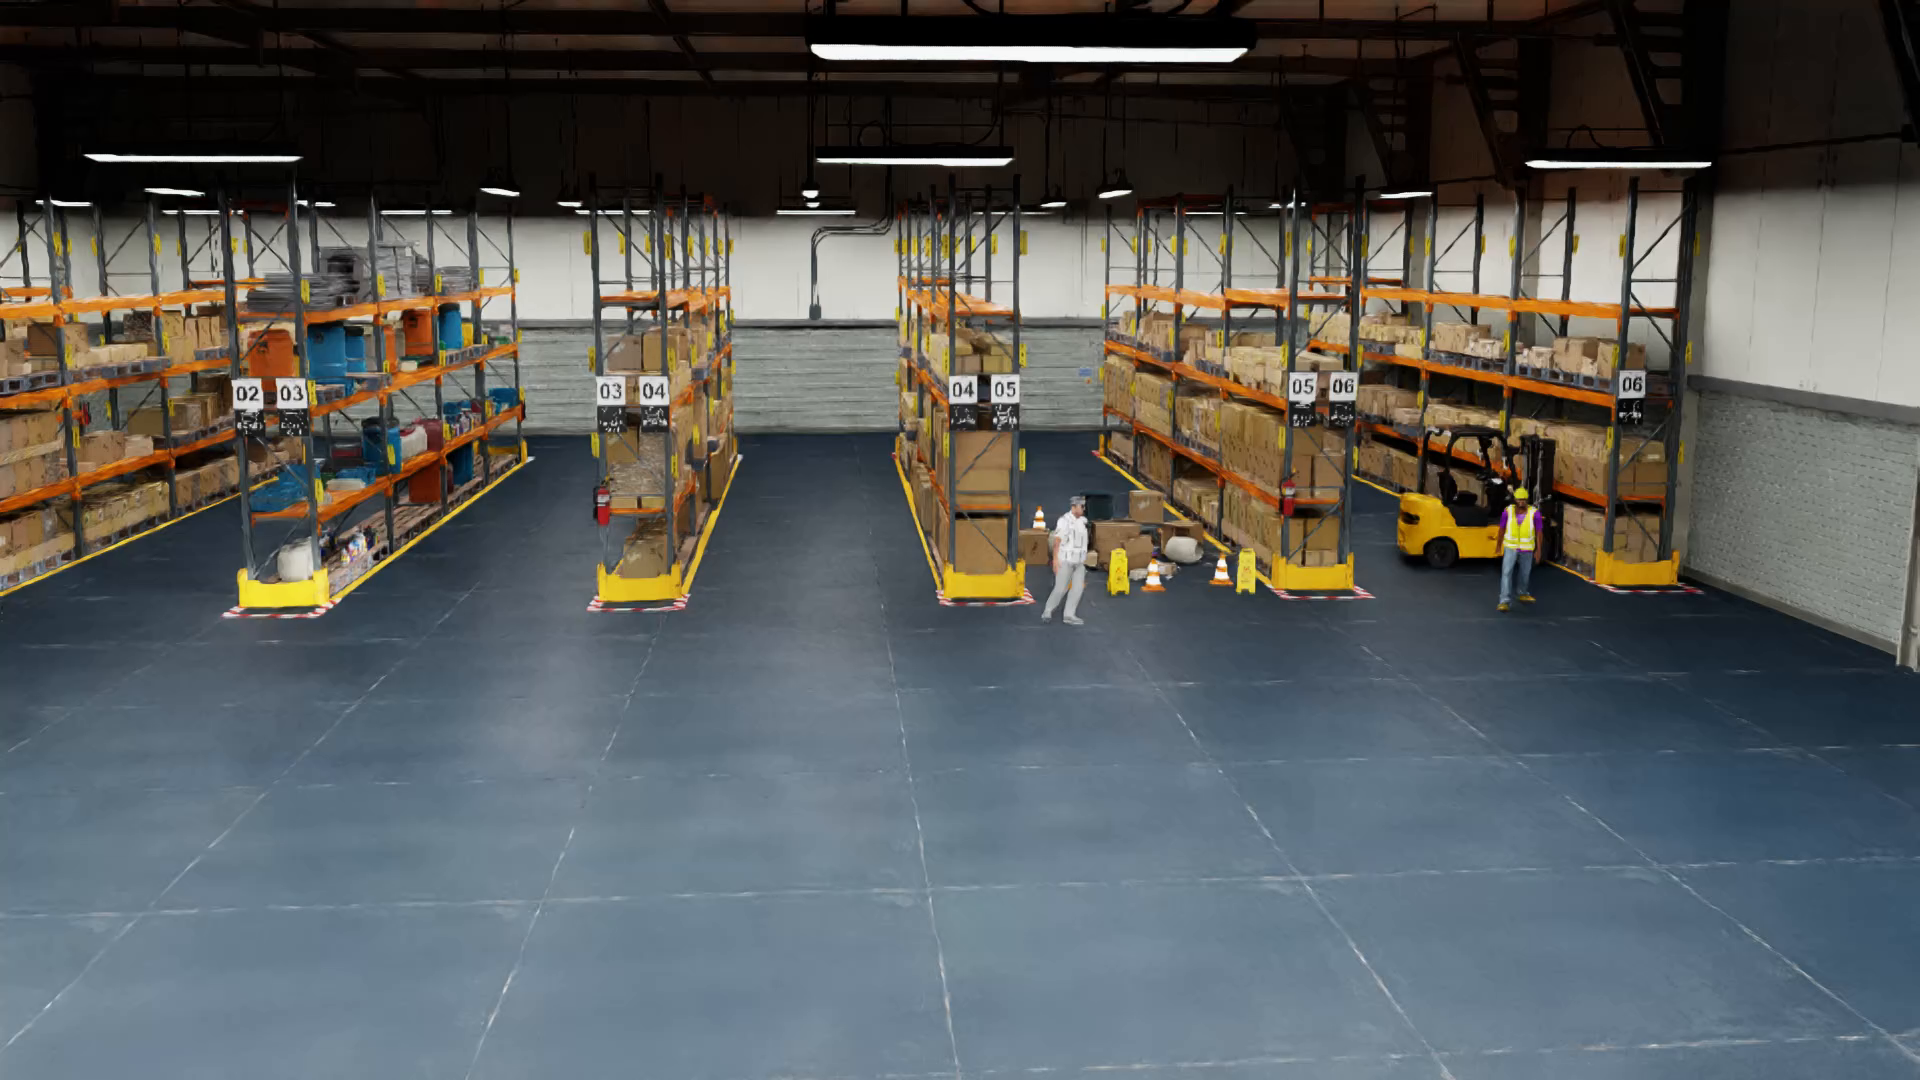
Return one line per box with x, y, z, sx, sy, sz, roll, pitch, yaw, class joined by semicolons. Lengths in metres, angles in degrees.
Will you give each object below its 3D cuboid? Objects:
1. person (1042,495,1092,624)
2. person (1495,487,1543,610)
1.416;0.249;22.290;0.602;1.745;0.575;-8;13;-39;person
7.816;0.102;23.251;0.618;1.720;0.972;3;11;18;person
